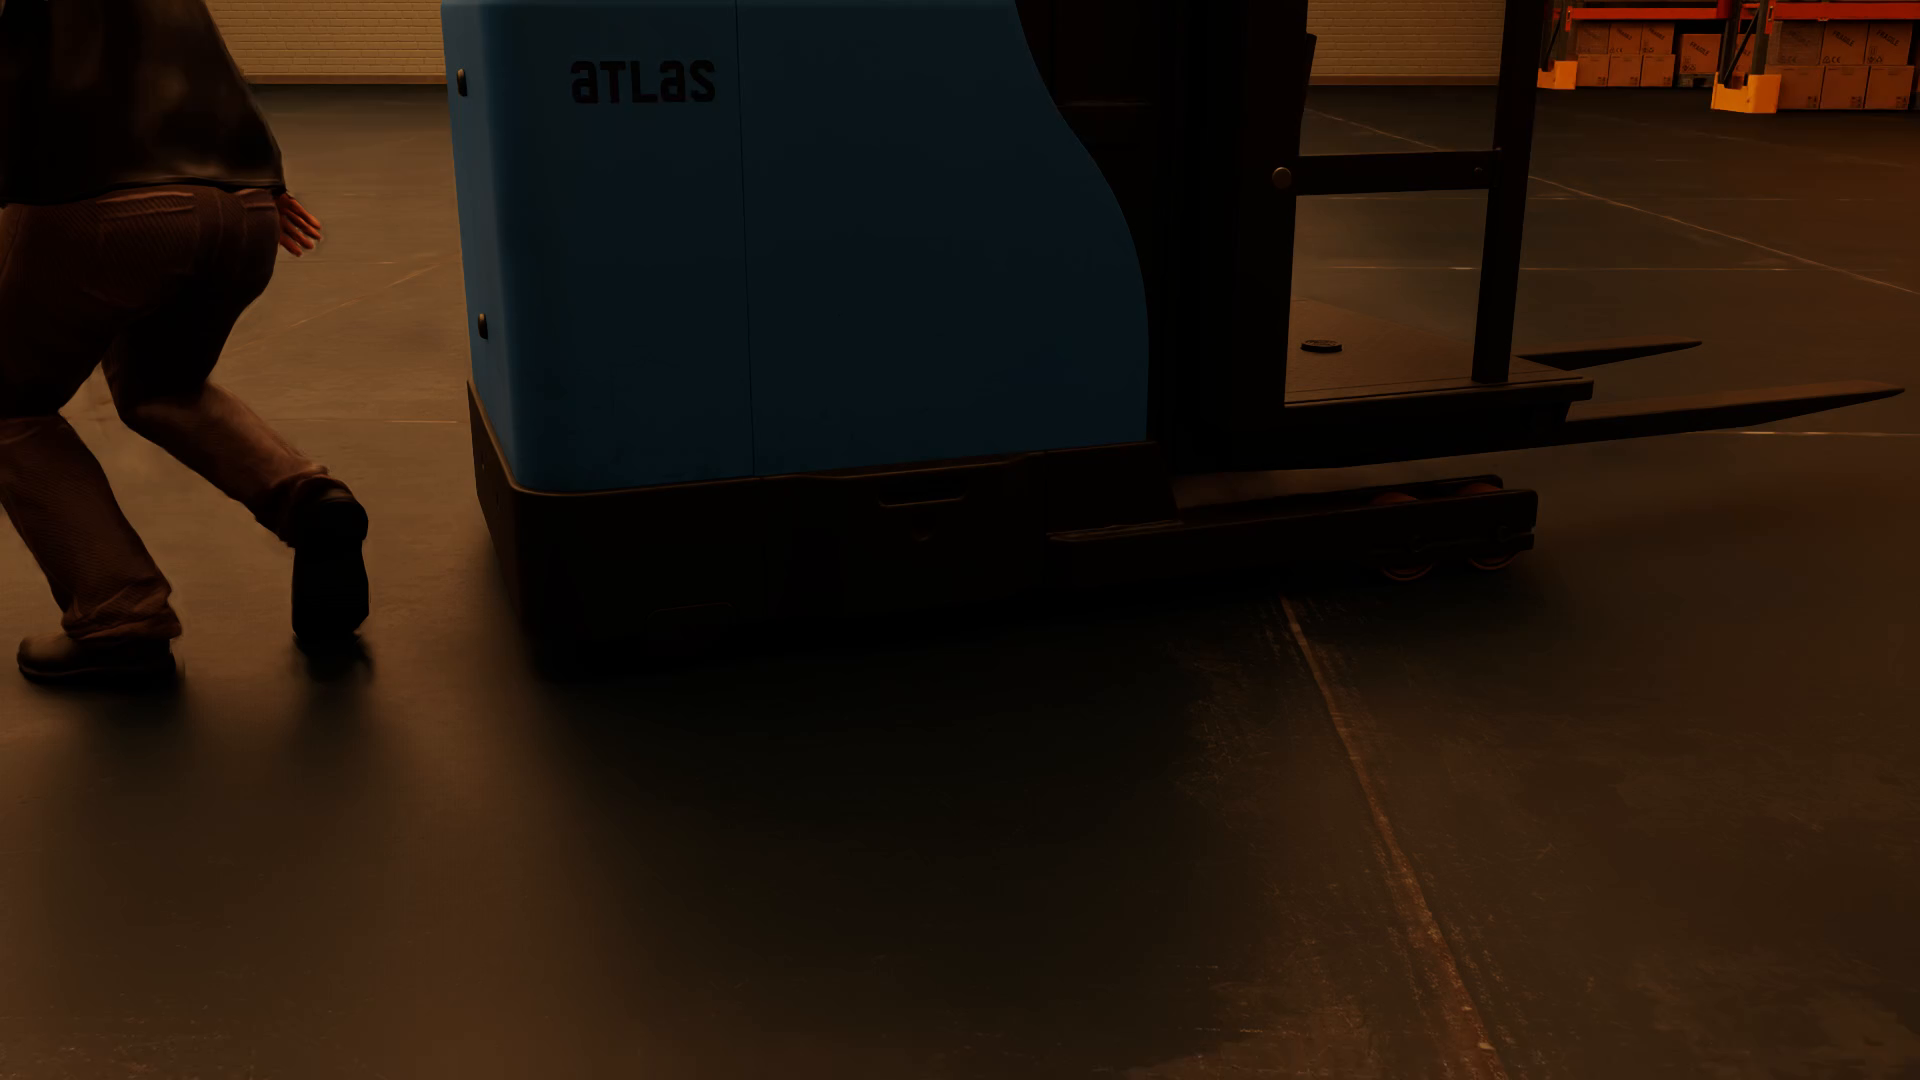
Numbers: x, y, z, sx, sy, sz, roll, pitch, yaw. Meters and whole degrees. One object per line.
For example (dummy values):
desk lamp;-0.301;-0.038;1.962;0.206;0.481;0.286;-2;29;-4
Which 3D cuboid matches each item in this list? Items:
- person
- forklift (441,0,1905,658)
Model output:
person;-1.286;-0.543;2.609;0.584;1.540;0.883;5;18;17
forklift;0.571;-1.462;3.137;3.031;2.935;1.130;-6;18;-19
